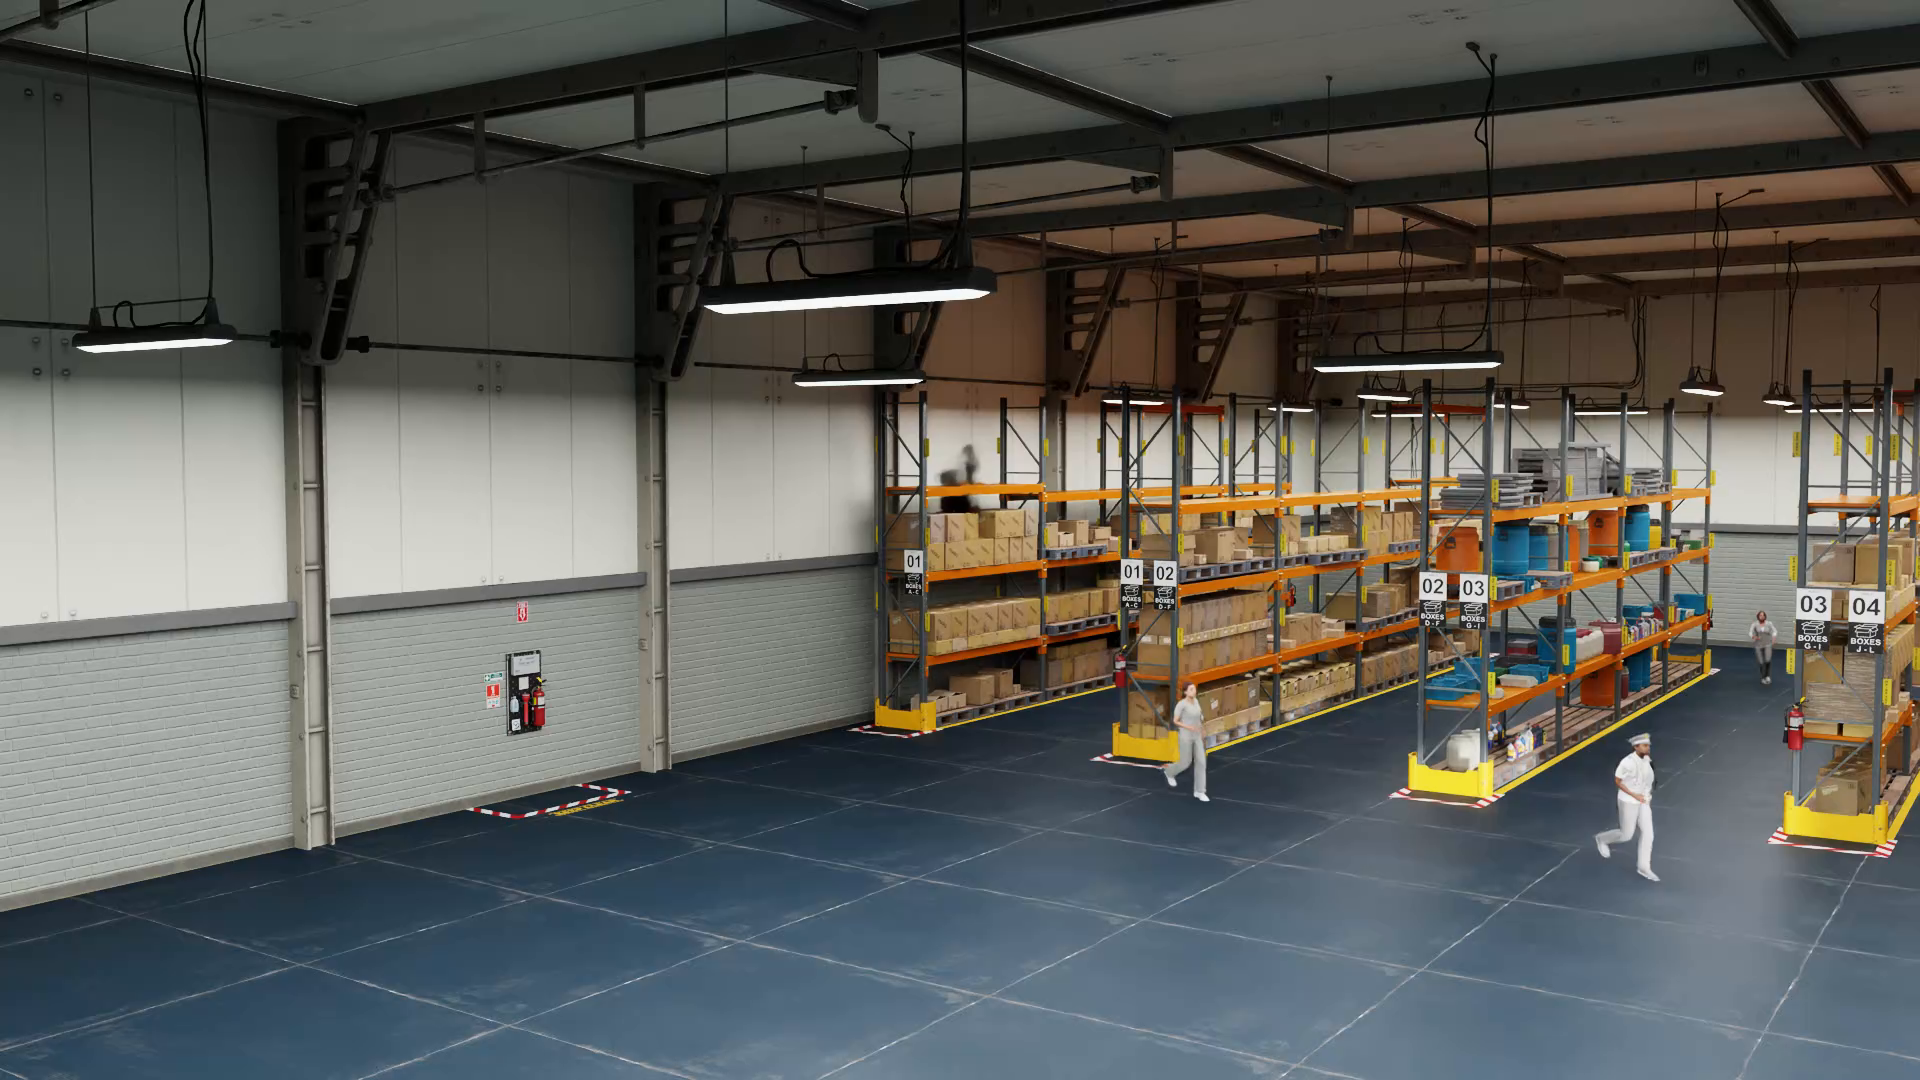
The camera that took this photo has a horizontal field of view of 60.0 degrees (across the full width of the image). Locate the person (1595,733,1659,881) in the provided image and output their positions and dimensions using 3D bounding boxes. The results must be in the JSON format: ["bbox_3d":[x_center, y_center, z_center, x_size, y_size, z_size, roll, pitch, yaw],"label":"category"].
[{"bbox_3d":[7.907,3.089,19.583,0.599,1.688,0.889,-2,4,-30],"label":"person"}]

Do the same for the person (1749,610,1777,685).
[{"bbox_3d":[16.901,2.273,35.015,0.534,1.543,0.590,2,4,26],"label":"person"}]

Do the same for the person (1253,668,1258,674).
[{"bbox_3d":[6.076,2.205,35.114,0.570,1.658,0.929,1,3,22],"label":"person"}]

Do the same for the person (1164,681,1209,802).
[{"bbox_3d":[3.268,2.854,23.812,0.584,1.682,0.912,-2,4,-33],"label":"person"}]
